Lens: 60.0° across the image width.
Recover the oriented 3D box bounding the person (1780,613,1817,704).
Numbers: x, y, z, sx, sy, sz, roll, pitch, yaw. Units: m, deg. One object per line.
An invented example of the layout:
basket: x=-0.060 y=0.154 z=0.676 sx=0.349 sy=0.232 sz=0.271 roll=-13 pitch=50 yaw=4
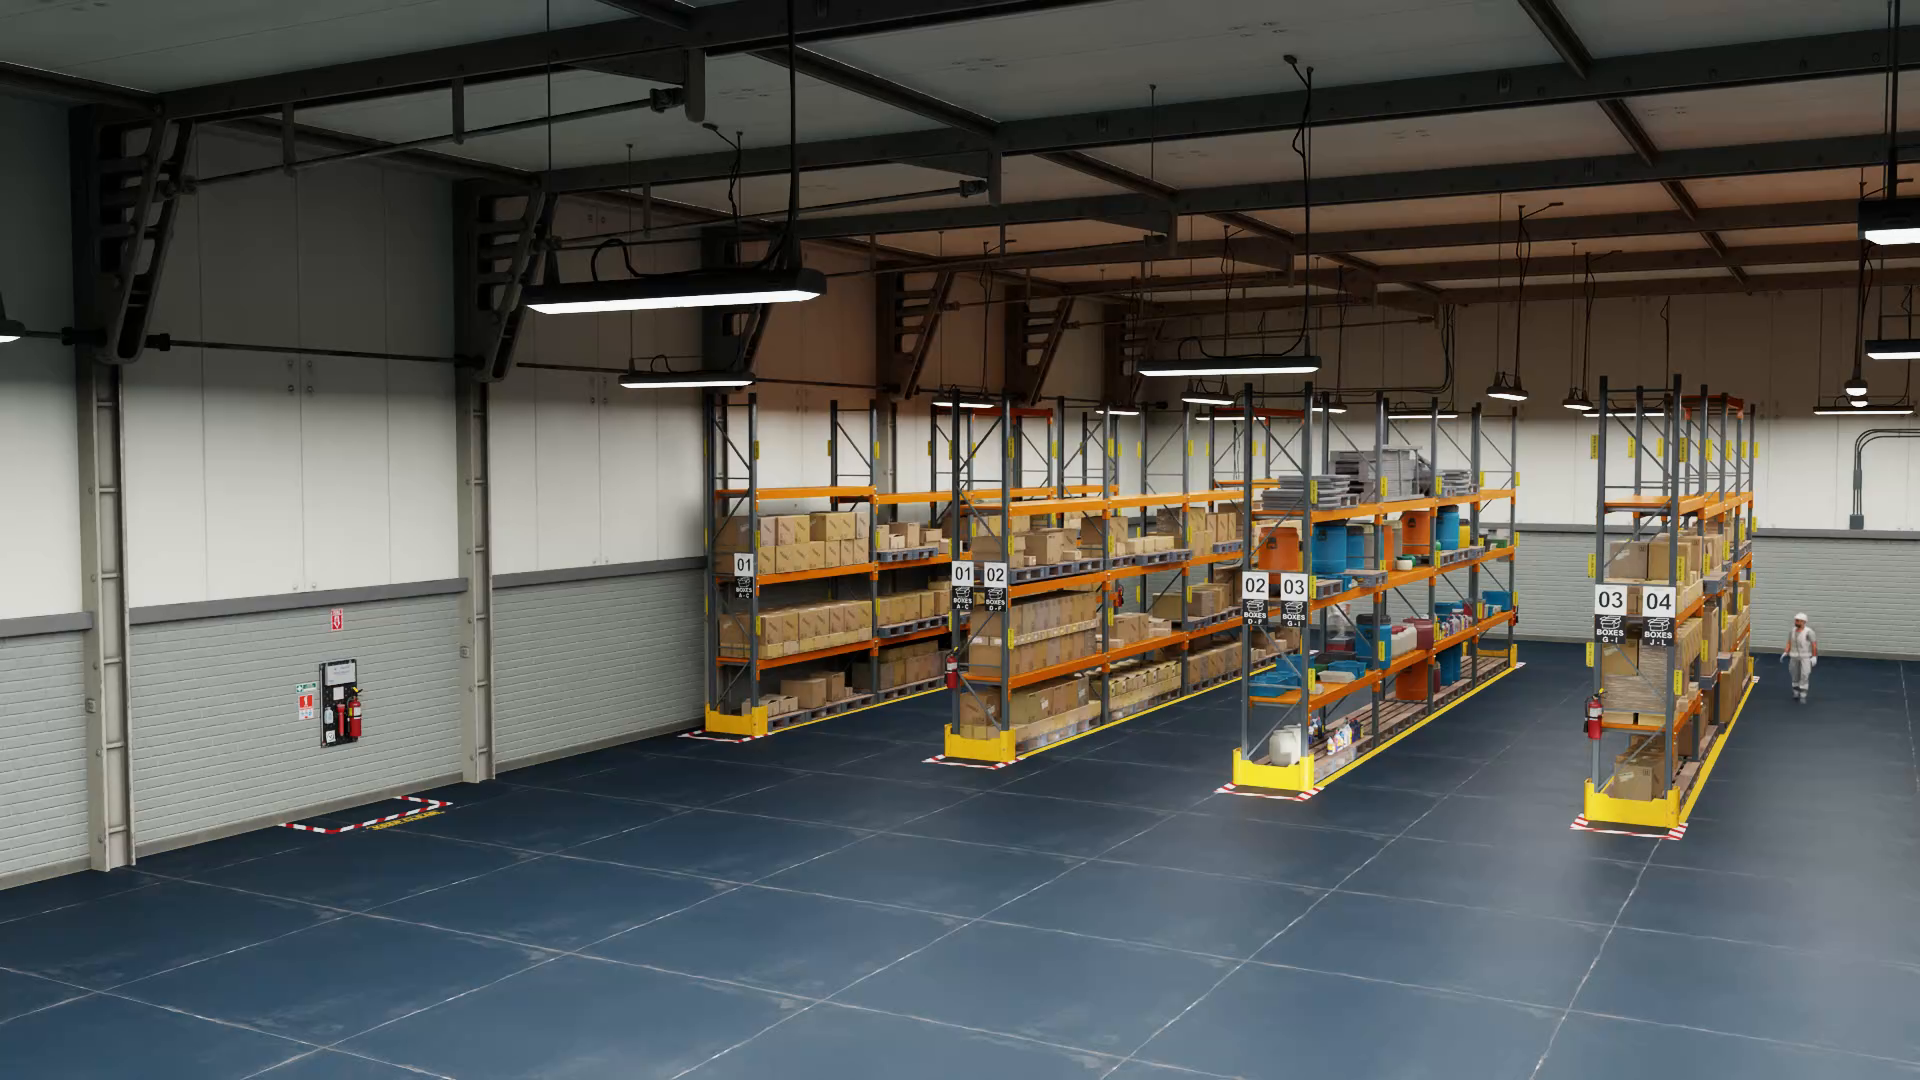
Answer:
person: x=16.643 y=2.328 z=32.995 sx=0.652 sy=1.749 sz=0.994 roll=2 pitch=4 yaw=29

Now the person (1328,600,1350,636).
person: x=9.419 y=1.878 z=41.284 sx=0.457 sy=1.785 sz=0.568 roll=-1 pitch=3 yaw=-13
